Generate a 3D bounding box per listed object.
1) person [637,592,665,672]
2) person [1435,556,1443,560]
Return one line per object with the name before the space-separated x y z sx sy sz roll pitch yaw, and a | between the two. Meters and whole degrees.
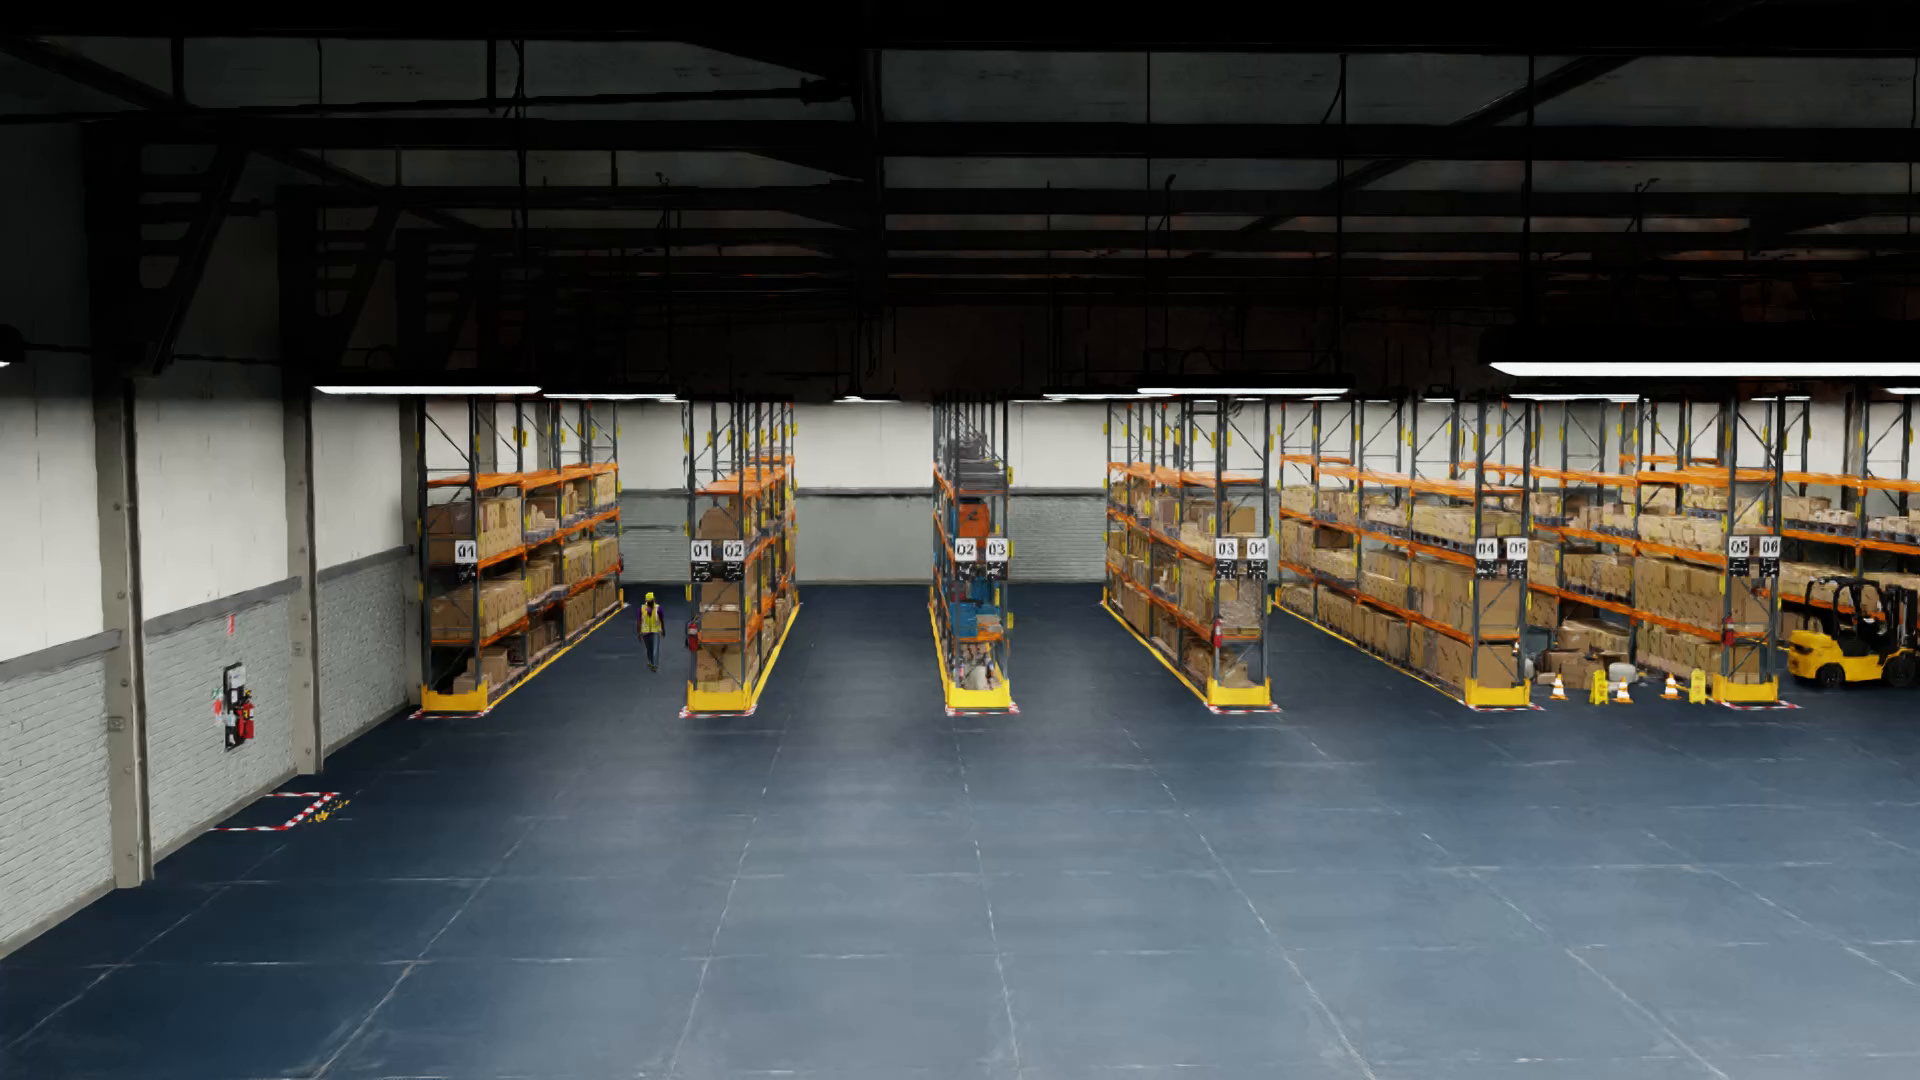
person | -6.667 1.953 35.782 0.577 1.687 1.121 0 5 0
person | 12.680 1.219 44.162 0.651 1.773 0.678 1 5 17
